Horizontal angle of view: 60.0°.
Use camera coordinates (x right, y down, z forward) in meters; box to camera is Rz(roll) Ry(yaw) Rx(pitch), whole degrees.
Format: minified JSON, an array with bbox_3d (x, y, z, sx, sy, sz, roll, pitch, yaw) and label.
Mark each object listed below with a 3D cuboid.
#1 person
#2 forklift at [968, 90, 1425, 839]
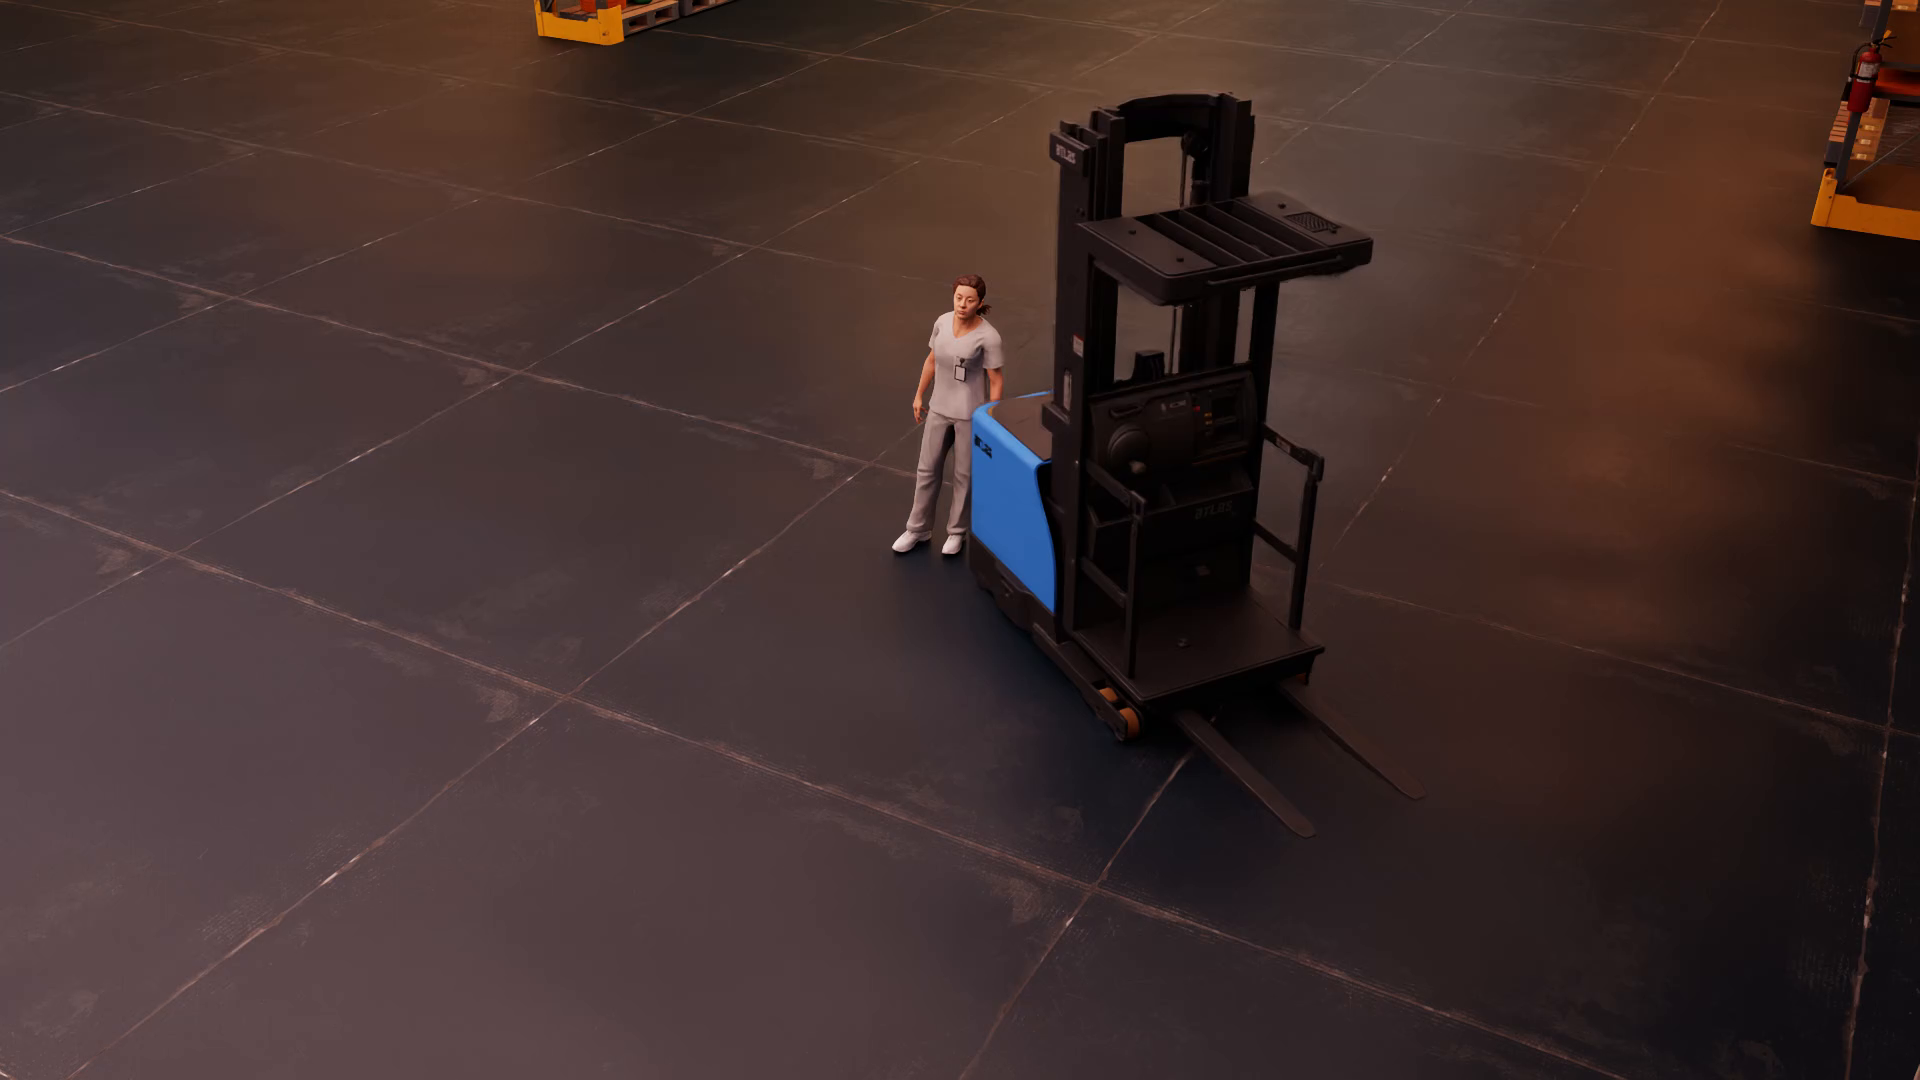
[{"bbox_3d":[-0.048,-0.703,9.530,0.549,1.673,0.548,15,33,25],"label":"person"},{"bbox_3d":[1.149,-0.521,7.973,1.130,2.935,3.031,-14,33,-22],"label":"forklift"}]
